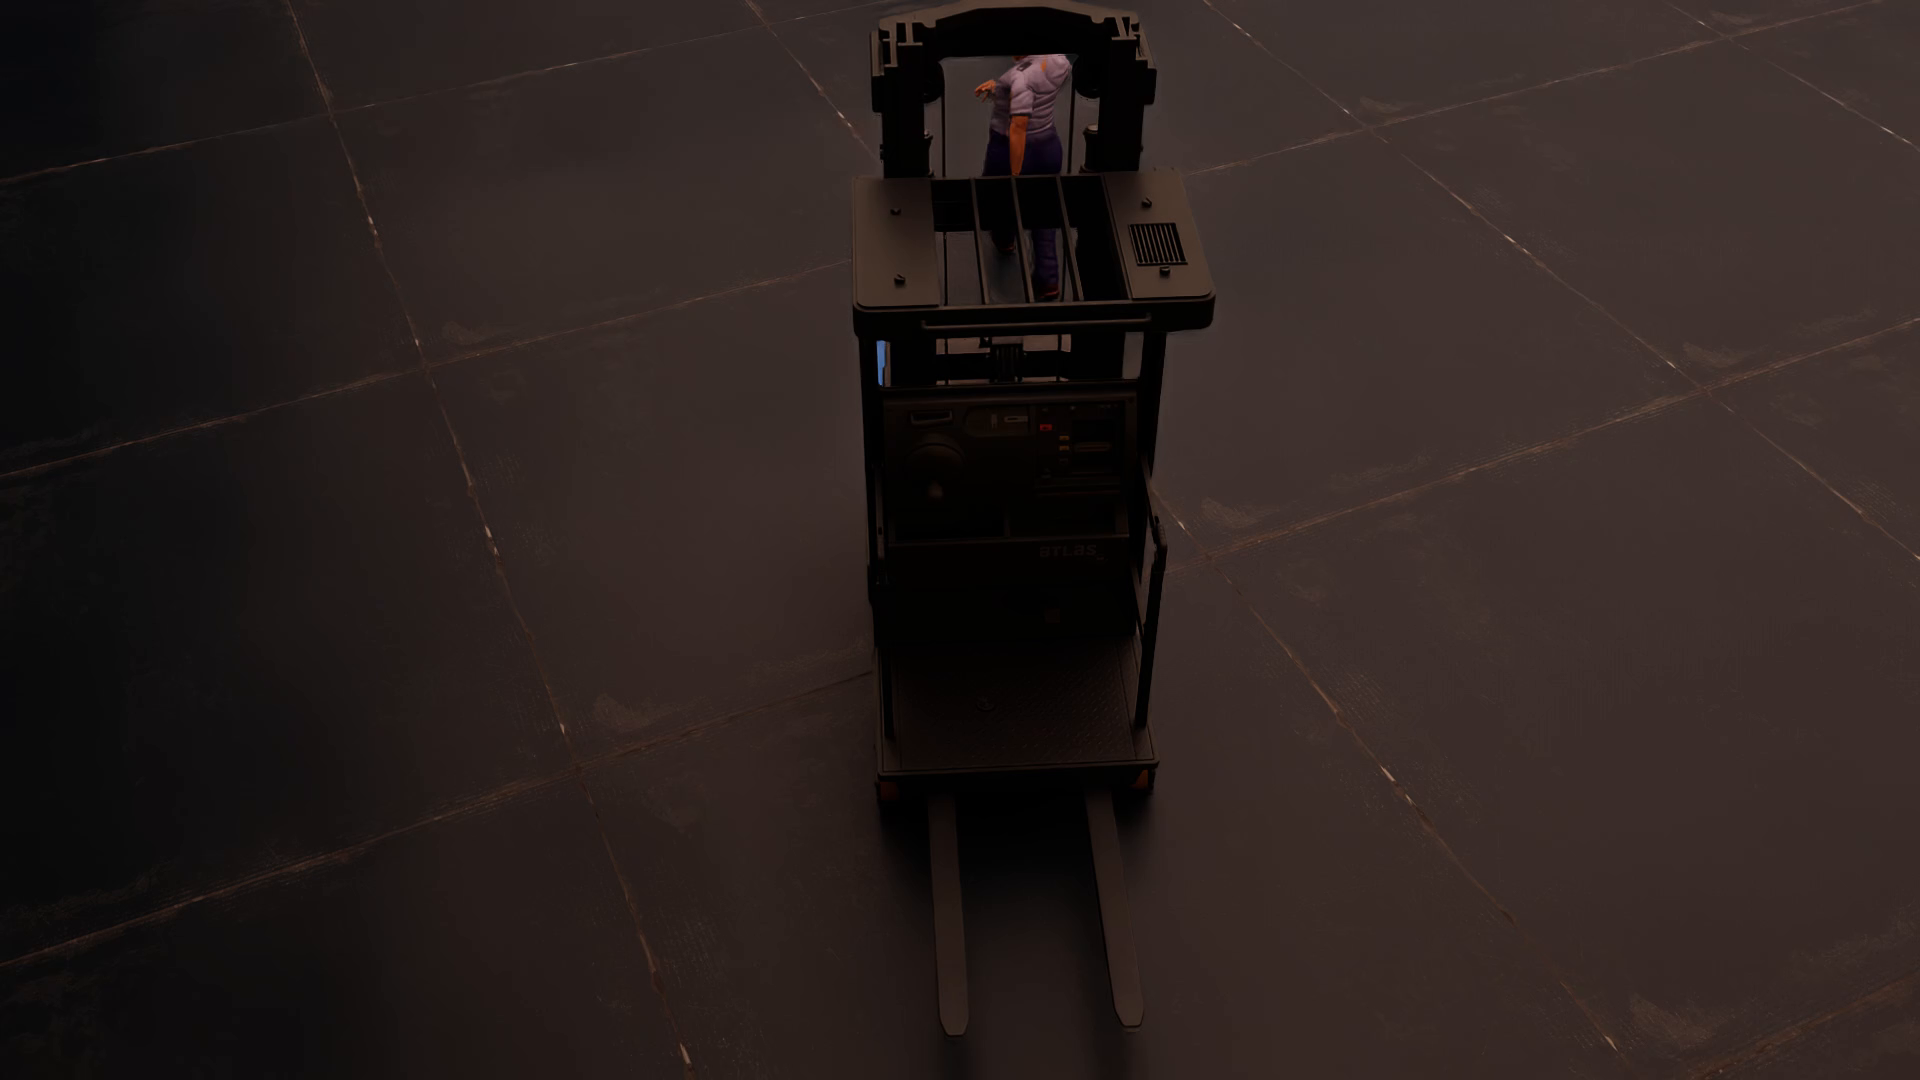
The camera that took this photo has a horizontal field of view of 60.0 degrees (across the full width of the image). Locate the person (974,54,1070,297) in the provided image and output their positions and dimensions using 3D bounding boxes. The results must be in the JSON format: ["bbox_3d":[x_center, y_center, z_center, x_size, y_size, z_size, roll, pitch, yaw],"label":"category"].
[{"bbox_3d":[0.350,-2.104,8.962,0.498,1.594,0.900,-16,45,-17],"label":"person"}]

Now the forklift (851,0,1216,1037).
[{"bbox_3d":[0.200,-0.256,5.955,1.130,2.935,3.031,-2,43,-2],"label":"forklift"}]
